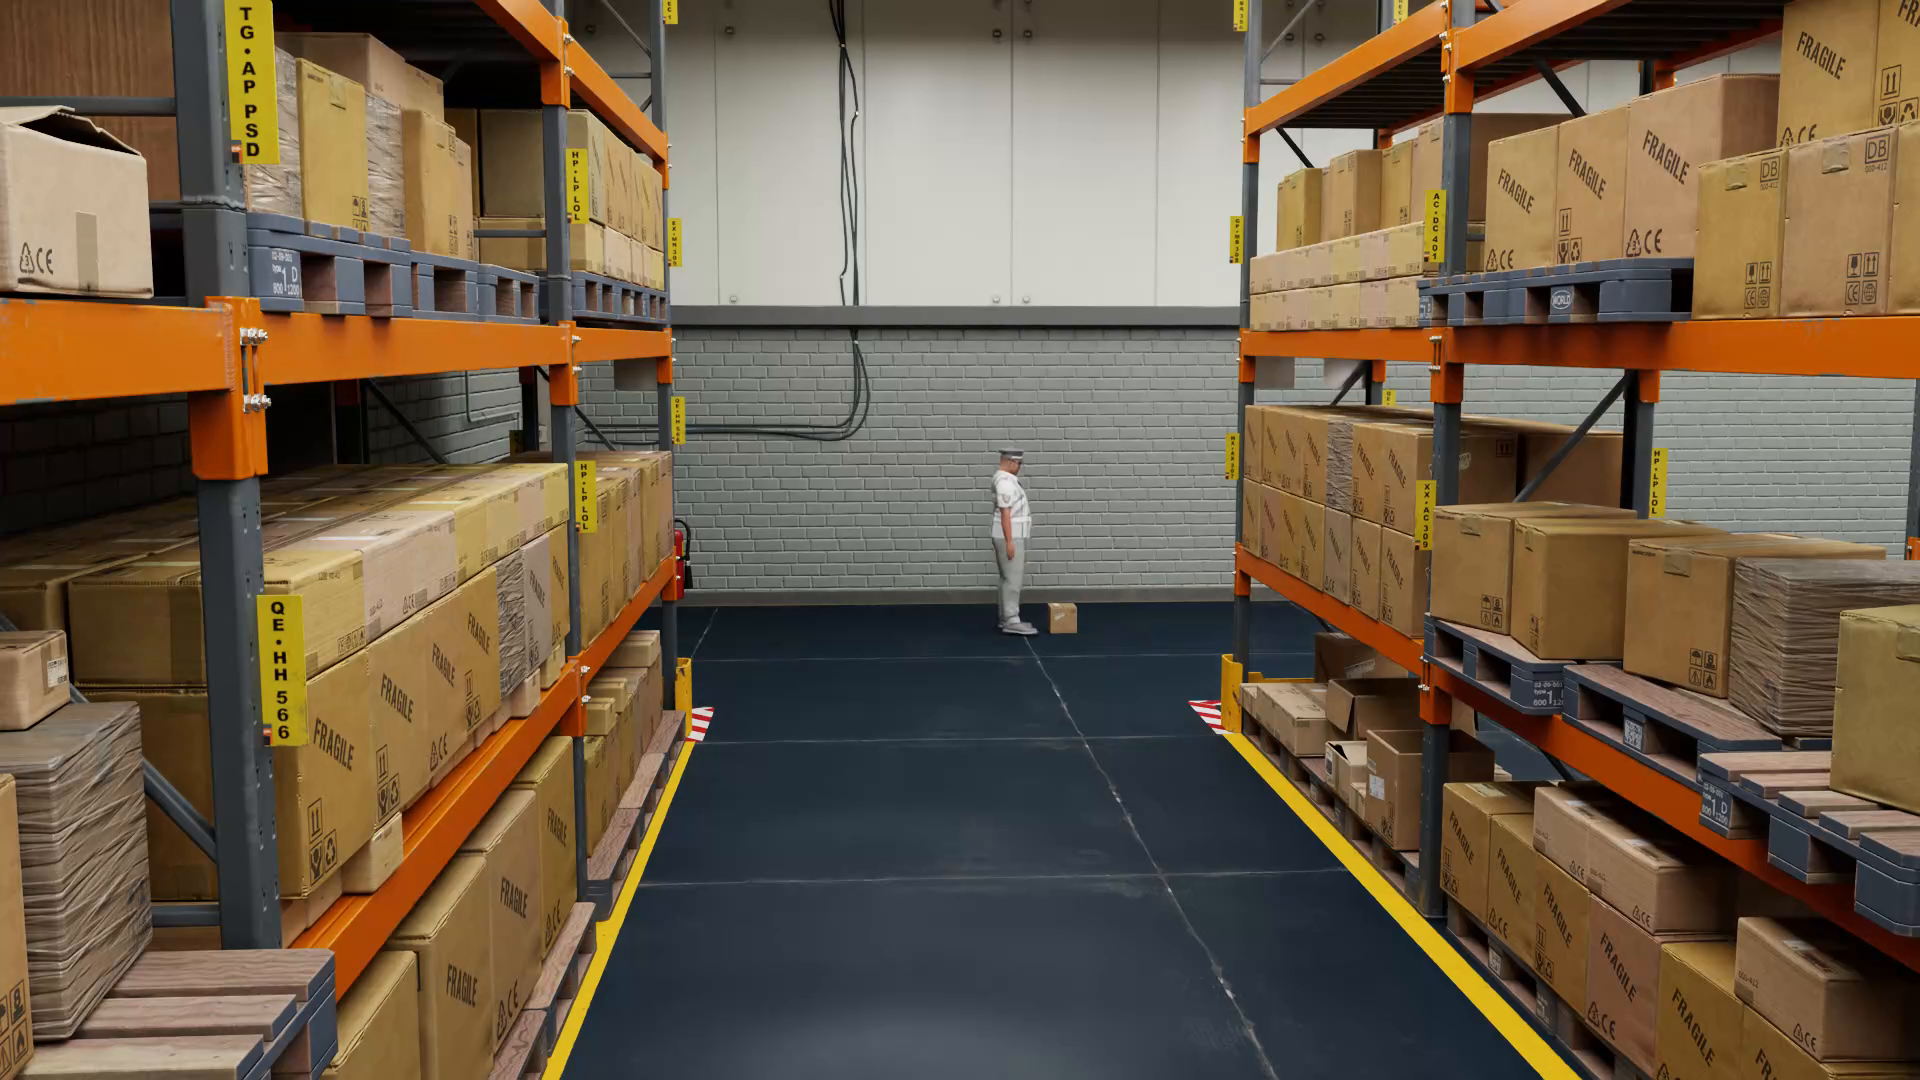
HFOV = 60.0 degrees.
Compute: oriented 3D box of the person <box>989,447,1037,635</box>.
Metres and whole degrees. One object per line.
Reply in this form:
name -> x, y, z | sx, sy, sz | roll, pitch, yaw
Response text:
person -> 0.496, -0.004, 15.693 | 0.438, 1.751, 0.535 | 0, 7, -3
